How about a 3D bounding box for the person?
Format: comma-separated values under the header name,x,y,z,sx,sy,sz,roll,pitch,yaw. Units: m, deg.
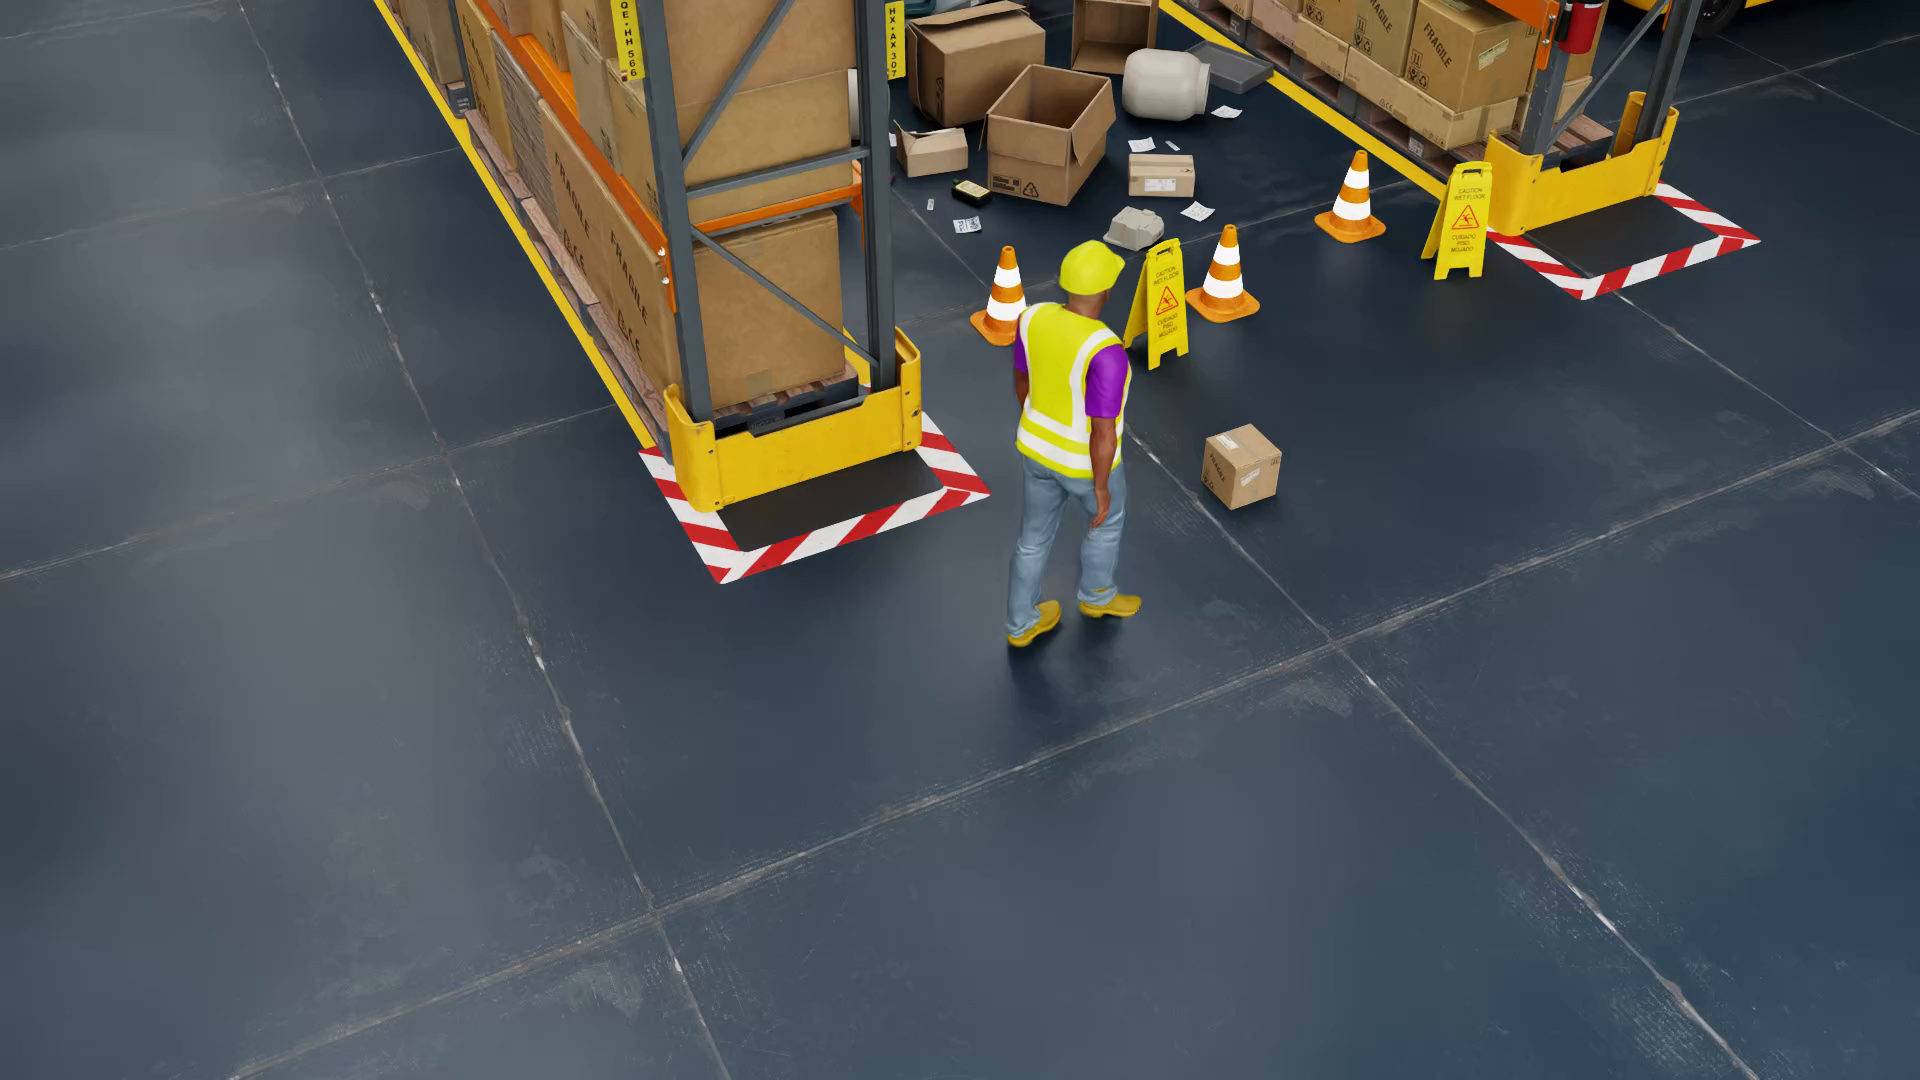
name,x,y,z,sx,sy,sz,roll,pitch,yaw
person,0.418,-0.333,6.543,0.606,1.795,0.641,30,49,30
